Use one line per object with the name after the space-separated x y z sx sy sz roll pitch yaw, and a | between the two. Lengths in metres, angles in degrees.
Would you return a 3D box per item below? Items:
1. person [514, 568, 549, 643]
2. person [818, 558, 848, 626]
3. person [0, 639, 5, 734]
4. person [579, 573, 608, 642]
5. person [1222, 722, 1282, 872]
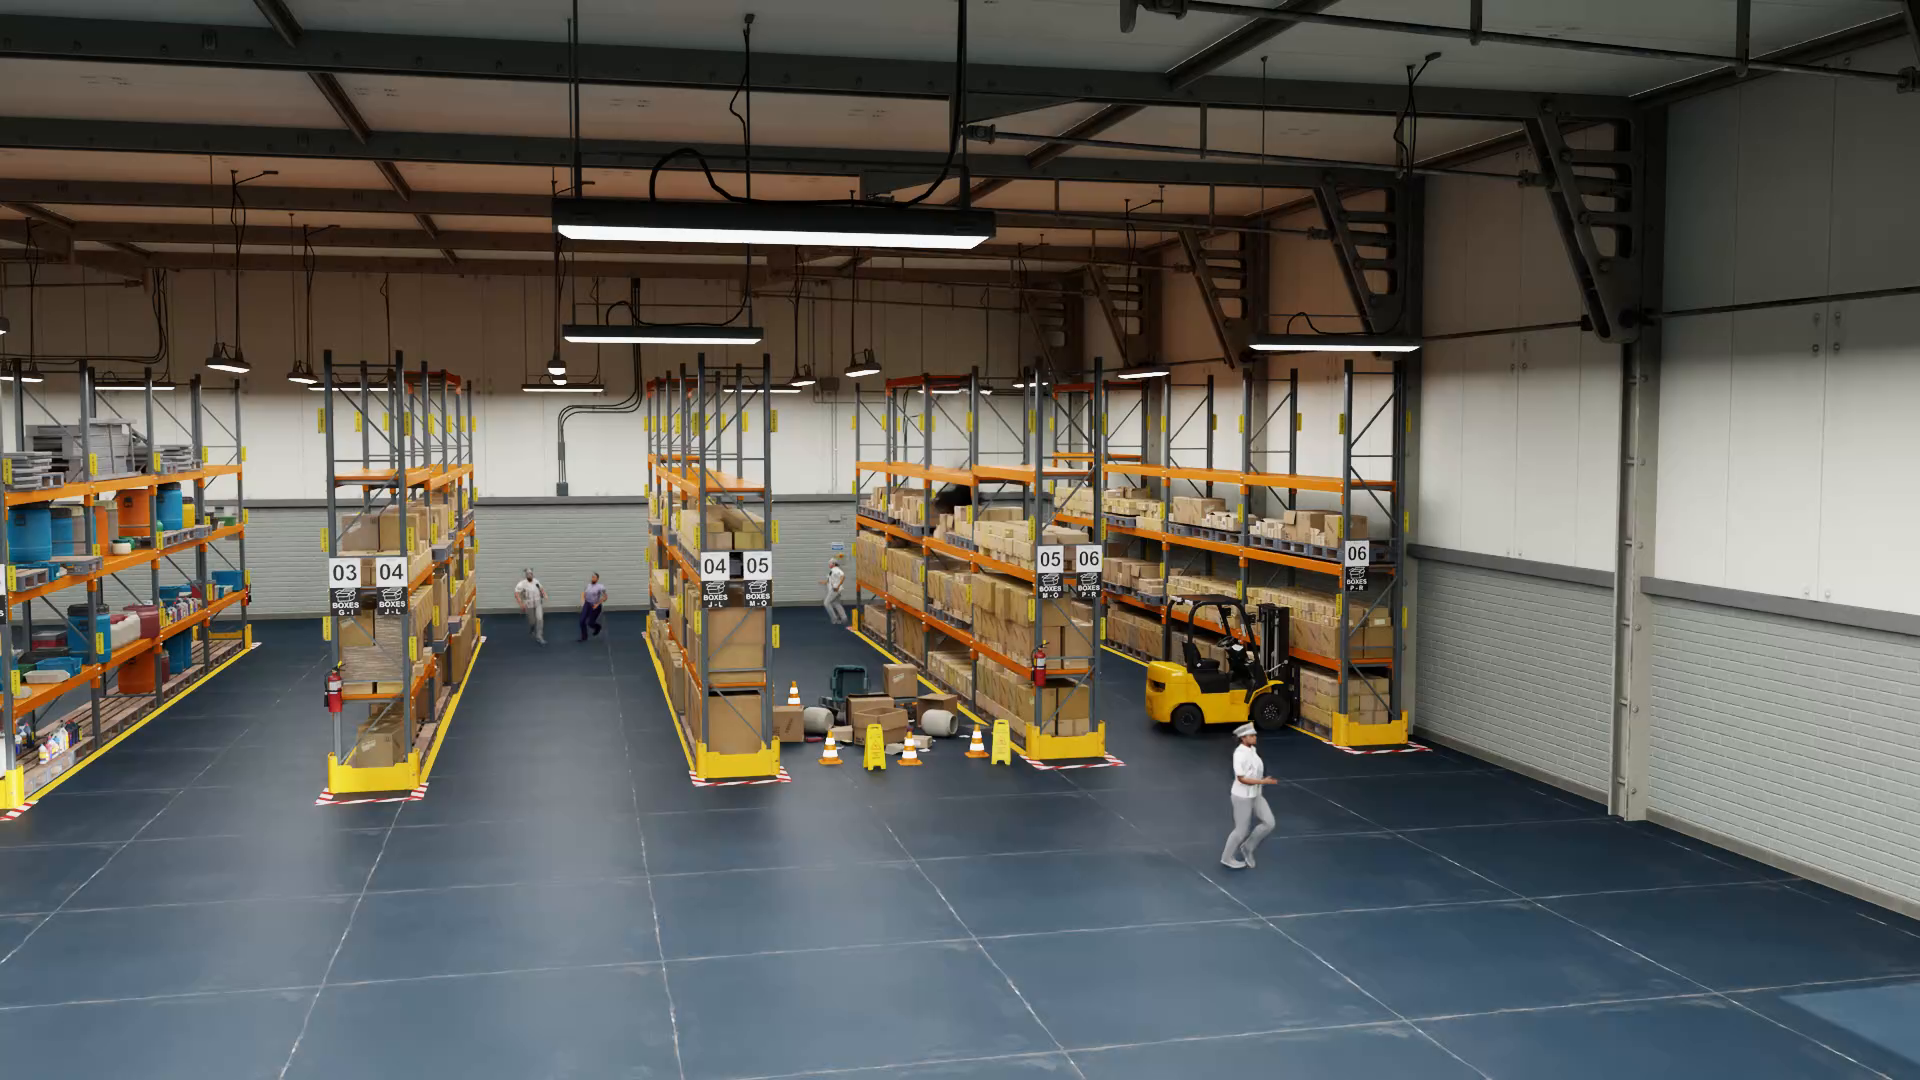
-9.869 1.496 38.191 0.760 1.743 0.690 -2 5 -30 | person
-3.165 1.313 41.437 0.741 1.742 0.625 0 4 -6 | person
-15.462 2.331 26.659 0.565 1.624 0.549 -1 4 -17 | person
-8.458 1.553 38.403 0.647 1.588 0.548 1 4 19 | person
3.268 2.868 18.572 0.686 1.714 0.536 3 5 35 | person
